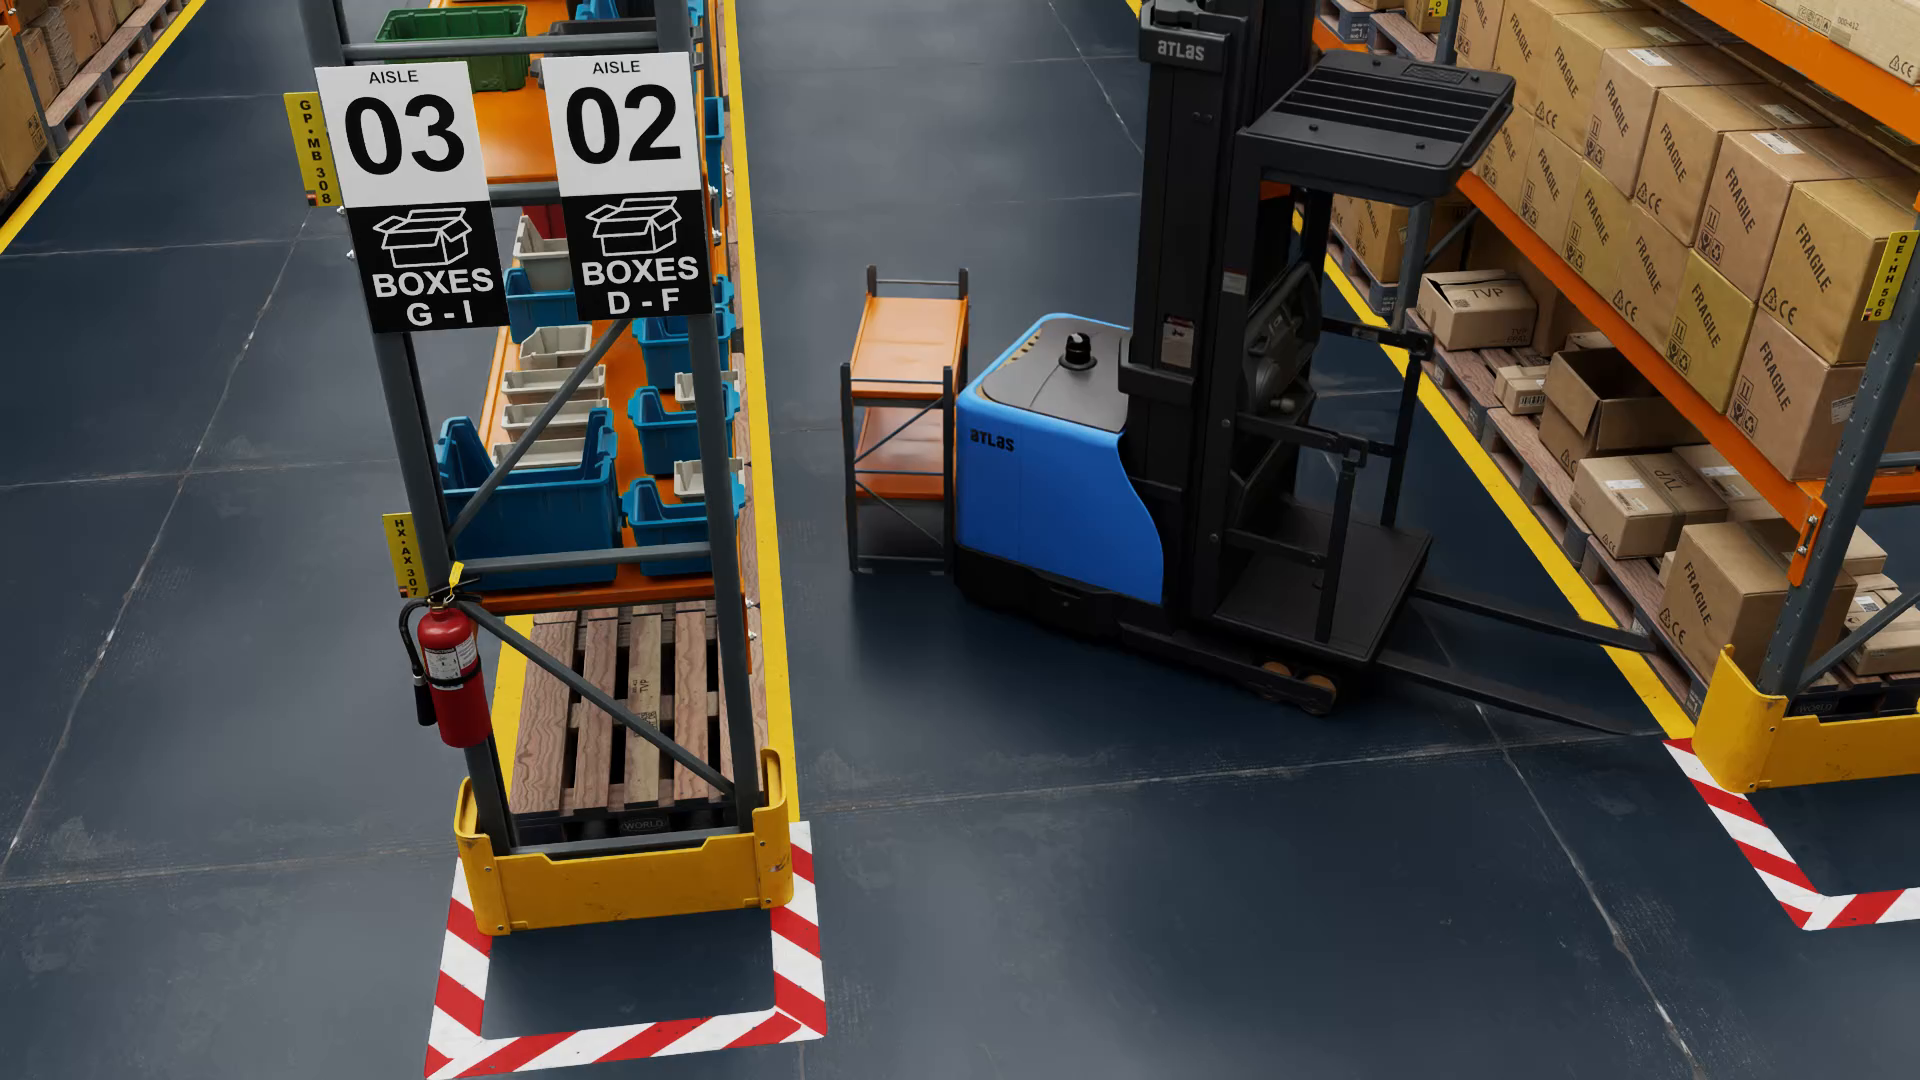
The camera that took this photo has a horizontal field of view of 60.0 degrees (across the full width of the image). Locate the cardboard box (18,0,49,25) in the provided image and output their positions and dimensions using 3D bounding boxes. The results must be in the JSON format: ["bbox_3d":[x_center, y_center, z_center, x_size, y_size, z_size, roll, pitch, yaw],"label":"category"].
[{"bbox_3d":[-7.424,-4.146,12.833,0.500,0.250,0.500,-1,34,-1],"label":"cardboard box"}]

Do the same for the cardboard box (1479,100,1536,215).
[{"bbox_3d":[3.002,-1.987,8.414,0.500,0.500,0.500,-4,34,-6],"label":"cardboard box"}]

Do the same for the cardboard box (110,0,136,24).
[{"bbox_3d":[-7.654,-4.790,14.444,0.700,0.500,0.500,-5,35,-7],"label":"cardboard box"}]

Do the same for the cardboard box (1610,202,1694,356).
[{"bbox_3d":[3.205,-1.143,7.175,0.500,0.500,0.500,-4,34,-6],"label":"cardboard box"}]

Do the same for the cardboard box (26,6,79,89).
[{"bbox_3d":[-7.420,-3.850,13.065,0.700,0.500,0.500,-7,35,-10],"label":"cardboard box"}]

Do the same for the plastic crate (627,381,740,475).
[{"bbox_3d":[-1.035,-0.417,6.294,0.416,0.233,0.300,-4,35,-6],"label":"plastic crate"}]

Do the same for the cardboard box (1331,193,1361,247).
[{"bbox_3d":[2.723,-2.216,10.667,0.500,0.500,0.500,-4,35,-6],"label":"cardboard box"}]

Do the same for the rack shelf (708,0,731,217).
[{"bbox_3d":[-2.046,-2.982,10.601,1.077,0.370,4.000,-4,35,-6],"label":"rack shelf"}]

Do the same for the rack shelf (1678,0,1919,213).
[{"bbox_3d":[3.401,-2.363,7.029,1.077,0.370,4.000,-4,35,-6],"label":"rack shelf"}]

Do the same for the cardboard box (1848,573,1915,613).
[{"bbox_3d":[3.920,0.285,7.293,0.380,0.166,0.250,-4,35,-6],"label":"cardboard box"}]

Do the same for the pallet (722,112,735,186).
[{"bbox_3d":[-2.168,-2.807,12.181,1.003,0.211,1.213,-4,35,-6],"label":"pallet"}]

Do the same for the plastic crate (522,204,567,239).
[{"bbox_3d":[-1.905,-1.697,7.967,0.402,0.464,0.583,-4,35,-6],"label":"plastic crate"}]

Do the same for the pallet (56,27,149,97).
[{"bbox_3d":[-7.487,-3.984,13.908,1.003,0.211,1.213,-4,35,-6],"label":"pallet"}]

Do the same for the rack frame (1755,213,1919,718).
[{"bbox_3d":[3.670,-0.304,6.033,1.000,3.000,0.127,-4,35,-6],"label":"rack frame"}]

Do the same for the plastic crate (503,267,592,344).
[{"bbox_3d":[-1.769,-1.014,7.169,0.416,0.233,0.300,-4,35,-6],"label":"plastic crate"}]

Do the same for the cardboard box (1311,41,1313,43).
[{"bbox_3d":[2.372,-3.642,12.759,0.500,0.500,0.500,-3,34,-4],"label":"cardboard box"}]

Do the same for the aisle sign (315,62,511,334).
[{"bbox_3d":[-1.520,-0.943,4.662,0.394,0.787,0.004,-4,35,-6],"label":"aisle sign"}]

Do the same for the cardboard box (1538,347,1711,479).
[{"bbox_3d":[3.390,-0.639,8.350,0.797,0.503,0.637,-4,35,-6],"label":"cardboard box"}]

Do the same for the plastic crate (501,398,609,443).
[{"bbox_3d":[-1.553,-0.451,6.430,0.396,0.136,0.243,-4,35,-6],"label":"plastic crate"}]

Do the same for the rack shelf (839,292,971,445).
[{"bbox_3d":[-0.246,-0.837,7.959,0.538,0.278,1.000,2,34,3],"label":"rack shelf"}]

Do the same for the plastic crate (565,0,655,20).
[{"bbox_3d":[-1.172,-2.019,5.940,0.504,0.338,0.767,-4,35,-6],"label":"plastic crate"}]

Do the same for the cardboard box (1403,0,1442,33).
[{"bbox_3d":[3.134,-3.412,10.131,0.700,0.500,0.500,1,34,1],"label":"cardboard box"}]

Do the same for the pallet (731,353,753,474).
[{"bbox_3d":[-1.640,-0.604,8.949,1.003,0.211,1.213,-4,35,-6],"label":"pallet"}]

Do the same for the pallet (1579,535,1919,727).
[{"bbox_3d":[3.551,0.361,7.533,1.003,0.211,1.213,-4,35,-6],"label":"pallet"}]

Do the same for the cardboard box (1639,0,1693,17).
[{"bbox_3d":[3.528,-2.443,8.194,0.500,0.500,0.500,-5,35,-7],"label":"cardboard box"}]

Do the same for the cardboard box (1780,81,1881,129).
[{"bbox_3d":[3.731,-1.597,6.953,0.500,0.500,0.500,-4,34,-6],"label":"cardboard box"}]

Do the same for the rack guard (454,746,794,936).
[{"bbox_3d":[-1.223,1.114,6.171,1.175,0.500,0.348,-4,35,-6],"label":"rack guard"}]

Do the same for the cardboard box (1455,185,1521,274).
[{"bbox_3d":[3.308,-1.974,10.312,0.500,0.500,0.500,-6,35,-9],"label":"cardboard box"}]

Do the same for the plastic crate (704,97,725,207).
[{"bbox_3d":[-1.376,-1.947,8.404,0.392,0.384,0.575,-4,35,-6],"label":"plastic crate"}]

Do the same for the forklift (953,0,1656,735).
[{"bbox_3d":[1.516,-0.806,6.830,3.031,2.935,1.130,16,38,23],"label":"forklift"}]

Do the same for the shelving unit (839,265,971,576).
[{"bbox_3d":[-0.246,-0.595,8.124,0.538,1.125,1.048,2,34,3],"label":"shelving unit"}]

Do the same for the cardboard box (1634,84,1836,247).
[{"bbox_3d":[3.194,-1.557,6.895,0.500,0.500,0.500,-3,34,-5],"label":"cardboard box"}]

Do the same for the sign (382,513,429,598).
[{"bbox_3d":[-1.782,0.052,5.365,0.100,0.325,0.005,-4,35,-6],"label":"sign"}]

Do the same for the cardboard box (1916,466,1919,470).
[{"bbox_3d":[3.871,-0.613,6.398,0.500,0.500,0.500,-4,34,-5],"label":"cardboard box"}]

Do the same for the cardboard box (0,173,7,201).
[{"bbox_3d":[-7.039,-2.431,10.668,1.225,0.875,0.875,-4,35,-6],"label":"cardboard box"}]

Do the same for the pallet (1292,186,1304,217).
[{"bbox_3d":[2.818,-2.518,11.757,1.003,0.211,1.213,-4,35,-6],"label":"pallet"}]

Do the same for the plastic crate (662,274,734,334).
[{"bbox_3d":[-1.163,-0.952,7.079,0.416,0.233,0.300,-4,35,-6],"label":"plastic crate"}]

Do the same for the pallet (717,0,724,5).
[{"bbox_3d":[-2.709,-5.040,15.458,1.003,0.211,1.213,-4,35,-6],"label":"pallet"}]

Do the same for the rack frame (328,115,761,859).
[{"bbox_3d":[-1.239,0.069,5.486,1.000,3.000,0.127,-4,35,-6],"label":"rack frame"}]

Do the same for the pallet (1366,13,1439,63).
[{"bbox_3d":[3.133,-2.911,10.029,1.003,0.211,1.213,-4,35,-6],"label":"pallet"}]

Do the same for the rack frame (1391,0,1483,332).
[{"bbox_3d":[3.132,-2.537,9.309,1.000,3.000,0.127,-4,35,-6],"label":"rack frame"}]

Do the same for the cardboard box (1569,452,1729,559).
[{"bbox_3d":[3.255,-0.167,7.883,0.500,0.250,0.500,-4,35,-6],"label":"cardboard box"}]

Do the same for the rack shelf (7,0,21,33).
[{"bbox_3d":[-7.492,-4.839,13.326,1.077,0.370,4.000,-4,35,-6],"label":"rack shelf"}]

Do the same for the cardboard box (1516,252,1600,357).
[{"bbox_3d":[3.490,-1.389,9.454,0.500,0.500,0.500,-4,35,-6],"label":"cardboard box"}]

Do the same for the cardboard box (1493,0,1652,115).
[{"bbox_3d":[2.986,-2.419,8.159,0.500,0.500,0.500,-5,35,-8],"label":"cardboard box"}]
